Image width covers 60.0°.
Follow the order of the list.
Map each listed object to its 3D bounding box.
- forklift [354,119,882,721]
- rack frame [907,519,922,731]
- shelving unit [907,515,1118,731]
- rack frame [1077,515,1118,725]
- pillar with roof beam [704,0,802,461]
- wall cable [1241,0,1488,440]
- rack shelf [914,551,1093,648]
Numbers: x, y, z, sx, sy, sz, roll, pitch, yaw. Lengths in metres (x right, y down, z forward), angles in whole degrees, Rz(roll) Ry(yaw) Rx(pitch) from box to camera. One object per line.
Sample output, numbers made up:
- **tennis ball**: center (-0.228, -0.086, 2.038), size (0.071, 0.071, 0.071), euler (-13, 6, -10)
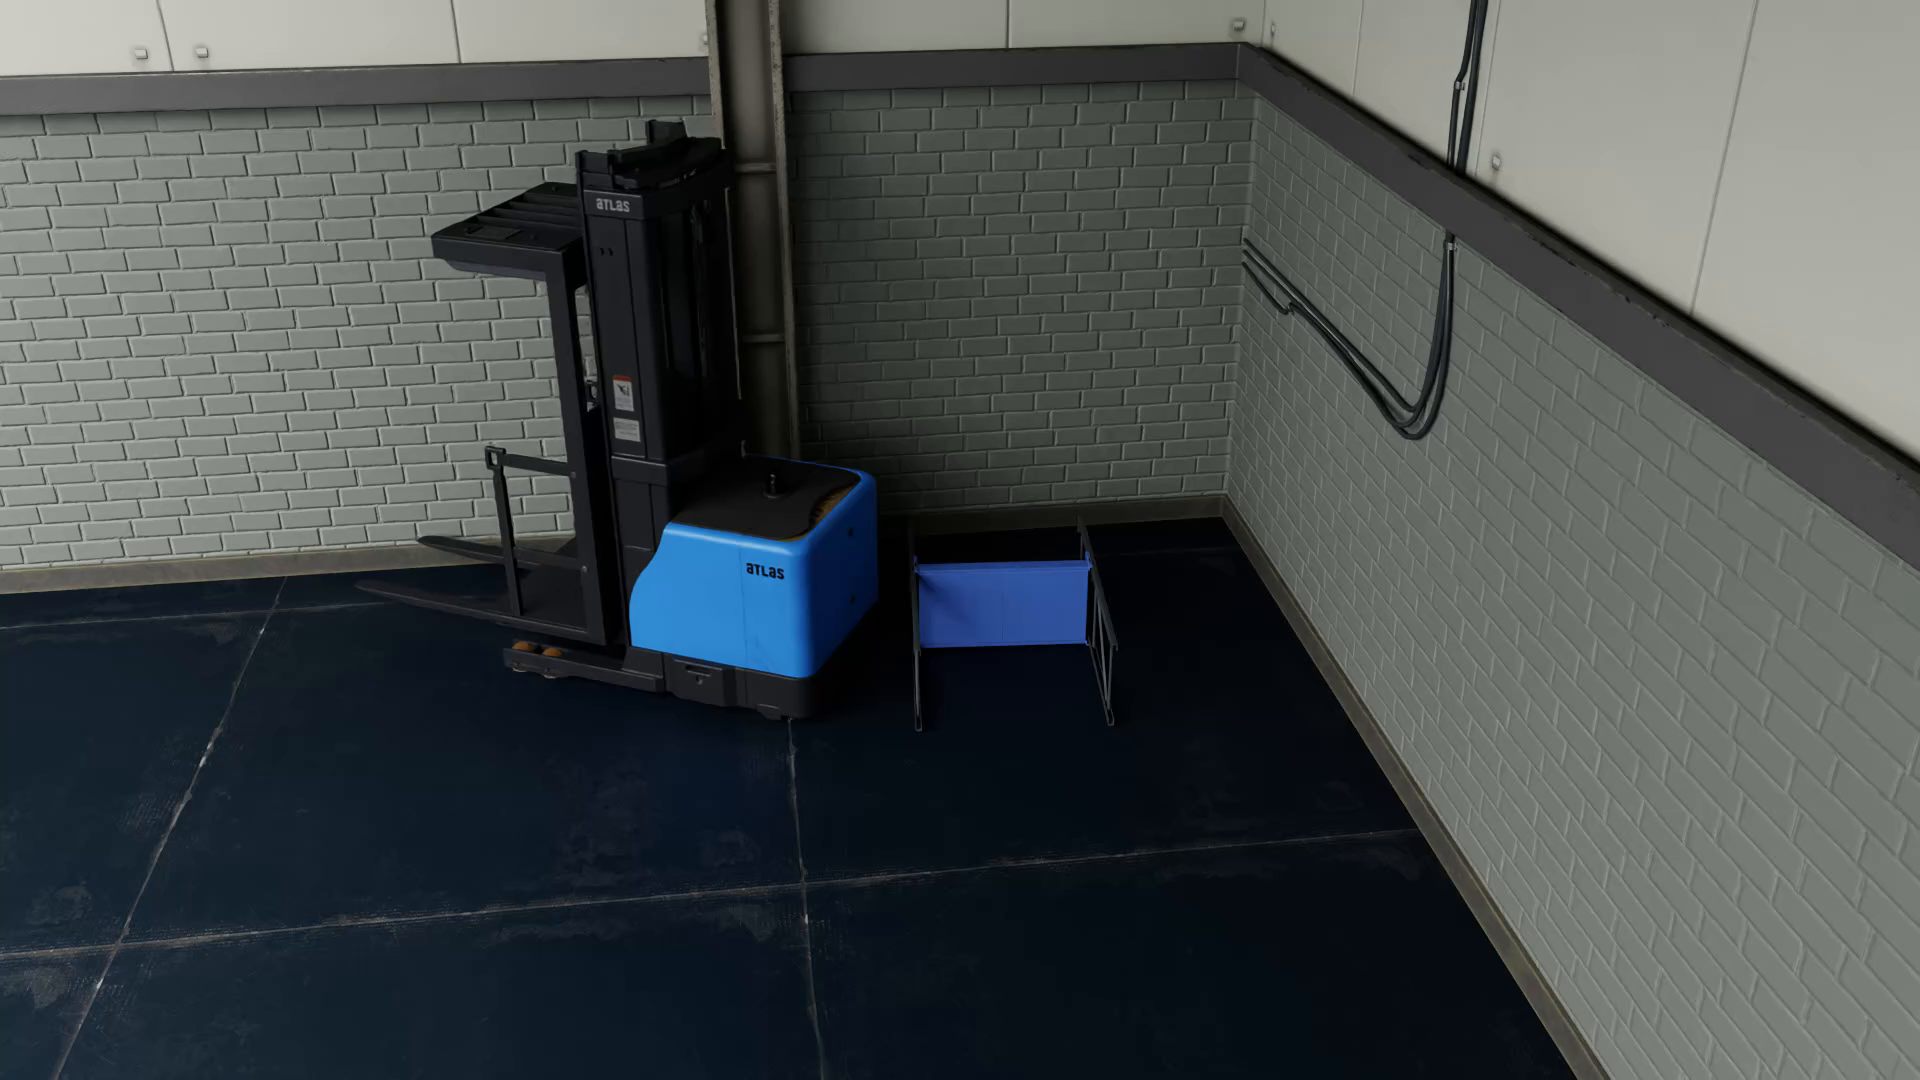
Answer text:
- **forklift**: center (-2.018, -0.747, 8.996), size (3.031, 2.935, 1.130), euler (9, 29, 18)
- **rack frame**: center (-0.257, 0.442, 9.300), size (0.032, 0.500, 1.500), euler (-1, 27, -3)
- **shelving unit**: center (0.250, 0.429, 9.324), size (1.048, 0.538, 1.500), euler (-1, 27, -3)
- **rack frame**: center (0.758, 0.417, 9.349), size (0.032, 0.500, 1.500), euler (-1, 27, -3)
- **pillar with roof beam**: center (-0.586, -1.972, 4.736), size (0.400, 9.000, 9.100), euler (-4, 27, -7)
- **wall cable**: center (1.916, -2.126, 8.437), size (0.112, 2.526, 3.097), euler (-4, 27, -7)
- **rack shelf**: center (0.241, 0.347, 9.484), size (1.000, 0.538, 0.185), euler (-1, 27, -3)
